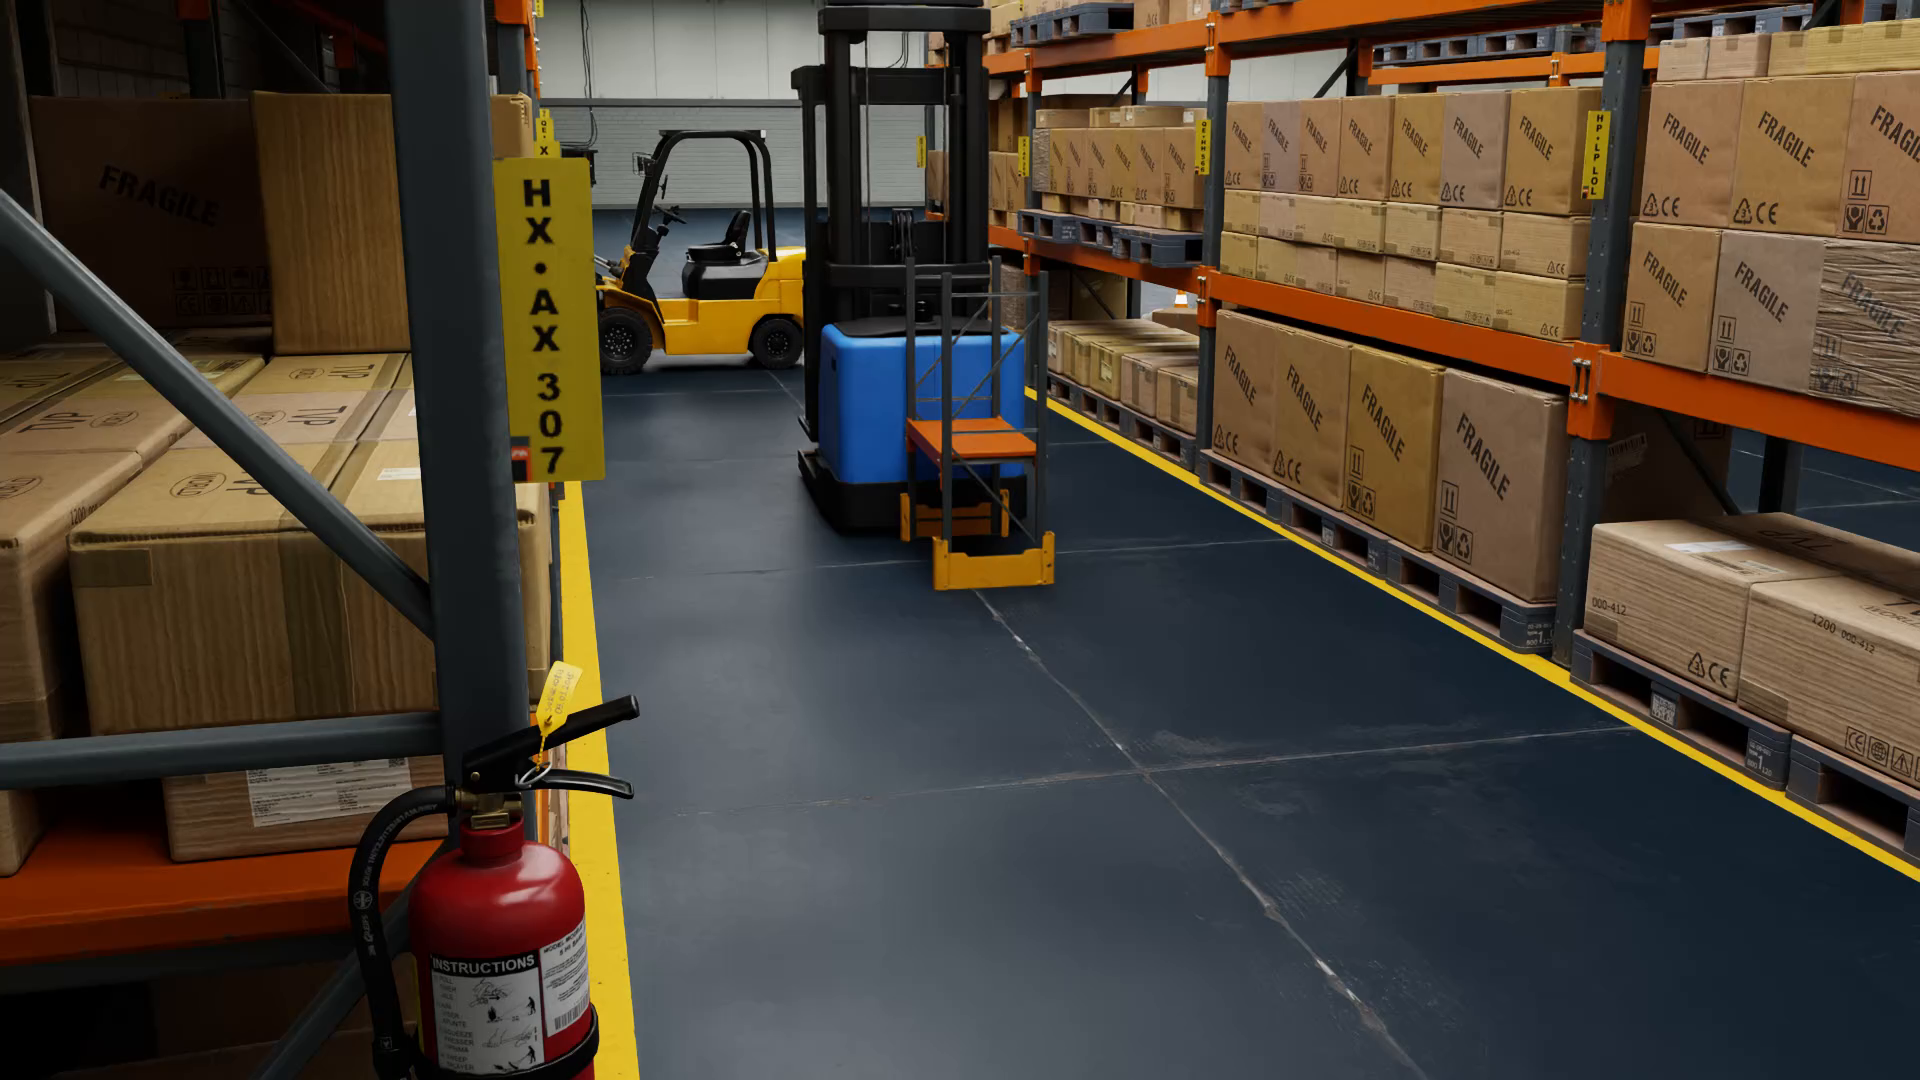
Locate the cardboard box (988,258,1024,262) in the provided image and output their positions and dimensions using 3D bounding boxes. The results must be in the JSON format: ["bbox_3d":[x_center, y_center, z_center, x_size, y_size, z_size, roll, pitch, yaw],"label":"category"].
[{"bbox_3d":[0.420,-2.402,15.769,0.500,0.500,0.500,-3,14,-10],"label":"cardboard box"}]

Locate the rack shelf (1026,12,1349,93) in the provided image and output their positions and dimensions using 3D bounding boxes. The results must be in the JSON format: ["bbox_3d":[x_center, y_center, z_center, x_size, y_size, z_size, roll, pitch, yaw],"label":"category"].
[{"bbox_3d":[1.532,-3.460,11.963,1.077,0.370,4.000,-3,14,-13],"label":"rack shelf"}]

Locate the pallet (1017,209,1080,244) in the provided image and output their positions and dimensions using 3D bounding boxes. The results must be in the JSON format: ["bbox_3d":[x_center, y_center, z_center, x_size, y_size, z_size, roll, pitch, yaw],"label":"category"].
[{"bbox_3d":[1.100,-2.536,13.390,1.003,0.211,1.213,-3,14,-13],"label":"pallet"}]

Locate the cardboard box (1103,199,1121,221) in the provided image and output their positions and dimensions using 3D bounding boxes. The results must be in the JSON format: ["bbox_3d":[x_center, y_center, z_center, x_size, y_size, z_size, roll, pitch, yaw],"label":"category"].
[{"bbox_3d":[1.255,-2.388,12.026,0.380,0.149,0.250,-4,14,-15],"label":"cardboard box"}]

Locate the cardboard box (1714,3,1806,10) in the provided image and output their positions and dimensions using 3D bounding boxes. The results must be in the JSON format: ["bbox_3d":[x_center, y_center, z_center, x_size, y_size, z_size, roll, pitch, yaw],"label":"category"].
[{"bbox_3d":[6.109,-4.333,12.718,0.500,0.500,0.500,-3,14,-13],"label":"cardboard box"}]

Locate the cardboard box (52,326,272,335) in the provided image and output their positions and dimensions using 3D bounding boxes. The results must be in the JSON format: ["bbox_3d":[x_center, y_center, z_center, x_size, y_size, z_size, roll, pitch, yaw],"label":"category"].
[{"bbox_3d":[-1.786,-0.398,3.926,0.500,0.250,0.500,-3,14,-12],"label":"cardboard box"}]

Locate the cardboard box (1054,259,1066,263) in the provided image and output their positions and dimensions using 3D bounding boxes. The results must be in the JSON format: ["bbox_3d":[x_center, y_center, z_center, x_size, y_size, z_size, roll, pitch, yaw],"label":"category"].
[{"bbox_3d":[1.092,-2.663,15.468,0.380,0.149,0.250,-3,14,-11],"label":"cardboard box"}]

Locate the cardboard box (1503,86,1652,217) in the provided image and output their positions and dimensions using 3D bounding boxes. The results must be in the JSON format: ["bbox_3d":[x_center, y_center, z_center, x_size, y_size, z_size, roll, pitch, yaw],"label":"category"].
[{"bbox_3d":[2.592,-1.591,6.802,0.500,0.500,0.500,-3,14,-11],"label":"cardboard box"}]

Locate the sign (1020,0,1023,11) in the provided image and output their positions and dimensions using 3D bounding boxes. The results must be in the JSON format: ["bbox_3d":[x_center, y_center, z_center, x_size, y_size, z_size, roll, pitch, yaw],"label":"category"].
[{"bbox_3d":[0.536,-4.490,13.574,0.100,0.325,0.005,-3,14,-13],"label":"sign"}]

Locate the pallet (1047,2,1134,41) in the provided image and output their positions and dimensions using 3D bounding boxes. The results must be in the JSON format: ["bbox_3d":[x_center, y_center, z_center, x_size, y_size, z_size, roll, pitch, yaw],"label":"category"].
[{"bbox_3d":[1.350,-3.792,12.203,1.213,0.211,1.003,-3,14,-13],"label":"pallet"}]

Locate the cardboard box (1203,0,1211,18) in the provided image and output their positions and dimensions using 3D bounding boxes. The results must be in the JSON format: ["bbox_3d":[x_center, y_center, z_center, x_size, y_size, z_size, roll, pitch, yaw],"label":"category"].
[{"bbox_3d":[1.723,-3.287,10.269,0.380,0.149,0.250,-3,14,-13],"label":"cardboard box"}]

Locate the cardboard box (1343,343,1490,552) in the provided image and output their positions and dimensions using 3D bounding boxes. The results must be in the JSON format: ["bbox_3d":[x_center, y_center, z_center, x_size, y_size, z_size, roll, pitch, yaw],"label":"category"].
[{"bbox_3d":[2.498,-0.486,8.189,0.875,0.875,0.875,-3,14,-12],"label":"cardboard box"}]

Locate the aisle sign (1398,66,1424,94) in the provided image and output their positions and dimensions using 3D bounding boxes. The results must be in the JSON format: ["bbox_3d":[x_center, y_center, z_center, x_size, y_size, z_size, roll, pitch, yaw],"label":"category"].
[{"bbox_3d":[5.185,-5.331,18.951,0.394,0.787,0.004,-3,14,-13],"label":"aisle sign"}]

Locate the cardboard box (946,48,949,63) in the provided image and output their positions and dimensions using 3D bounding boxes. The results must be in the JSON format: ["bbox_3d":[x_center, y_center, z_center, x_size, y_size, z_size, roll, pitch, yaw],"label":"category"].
[{"bbox_3d":[0.062,-4.858,16.700,0.380,0.149,0.250,-3,14,-12],"label":"cardboard box"}]

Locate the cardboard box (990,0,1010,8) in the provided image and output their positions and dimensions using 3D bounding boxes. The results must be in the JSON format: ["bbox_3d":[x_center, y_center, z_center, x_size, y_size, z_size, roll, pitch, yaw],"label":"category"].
[{"bbox_3d":[0.477,-4.770,14.660,0.380,0.149,0.250,-3,14,-12],"label":"cardboard box"}]

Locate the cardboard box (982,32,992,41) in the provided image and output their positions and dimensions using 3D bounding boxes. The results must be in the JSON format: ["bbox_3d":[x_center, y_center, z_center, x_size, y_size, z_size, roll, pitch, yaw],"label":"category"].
[{"bbox_3d":[0.471,-4.664,15.066,0.500,0.250,0.500,-4,14,-14],"label":"cardboard box"}]

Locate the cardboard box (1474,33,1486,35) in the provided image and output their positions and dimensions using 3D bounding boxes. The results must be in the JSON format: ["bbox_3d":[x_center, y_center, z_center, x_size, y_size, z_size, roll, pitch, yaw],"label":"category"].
[{"bbox_3d":[5.215,-5.001,16.189,0.380,0.149,0.250,-3,14,-12],"label":"cardboard box"}]

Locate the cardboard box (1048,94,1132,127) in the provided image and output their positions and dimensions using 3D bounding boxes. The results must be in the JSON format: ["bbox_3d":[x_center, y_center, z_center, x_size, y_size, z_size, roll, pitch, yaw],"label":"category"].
[{"bbox_3d":[1.169,-3.606,14.421,0.700,0.500,0.500,-3,14,-14],"label":"cardboard box"}]

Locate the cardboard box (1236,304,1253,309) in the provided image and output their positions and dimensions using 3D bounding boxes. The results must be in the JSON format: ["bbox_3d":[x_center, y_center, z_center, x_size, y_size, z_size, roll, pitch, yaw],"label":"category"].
[{"bbox_3d":[2.785,-2.073,14.763,0.500,0.500,0.500,-3,14,-13],"label":"cardboard box"}]

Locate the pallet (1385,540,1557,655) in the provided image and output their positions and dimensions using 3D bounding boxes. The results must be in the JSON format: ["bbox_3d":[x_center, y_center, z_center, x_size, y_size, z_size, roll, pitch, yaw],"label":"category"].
[{"bbox_3d":[2.686,0.213,7.610,1.003,0.211,1.213,-3,14,-13],"label":"pallet"}]

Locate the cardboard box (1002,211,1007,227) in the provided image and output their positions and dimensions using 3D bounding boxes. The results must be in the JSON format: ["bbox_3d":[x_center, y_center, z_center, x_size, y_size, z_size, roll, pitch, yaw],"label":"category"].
[{"bbox_3d":[0.595,-2.928,15.122,0.380,0.149,0.250,-3,14,-14],"label":"cardboard box"}]

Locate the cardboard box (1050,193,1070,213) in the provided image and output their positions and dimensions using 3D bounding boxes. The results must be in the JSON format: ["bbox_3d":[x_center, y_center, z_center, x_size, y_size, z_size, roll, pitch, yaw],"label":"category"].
[{"bbox_3d":[0.935,-2.692,13.270,0.380,0.149,0.250,-3,14,-12],"label":"cardboard box"}]

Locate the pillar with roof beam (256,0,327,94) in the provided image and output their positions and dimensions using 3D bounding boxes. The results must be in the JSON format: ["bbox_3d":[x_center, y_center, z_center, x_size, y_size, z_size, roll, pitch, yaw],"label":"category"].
[{"bbox_3d":[0.180,-5.018,10.505,9.100,9.000,0.400,-3,14,-13],"label":"pillar with roof beam"}]

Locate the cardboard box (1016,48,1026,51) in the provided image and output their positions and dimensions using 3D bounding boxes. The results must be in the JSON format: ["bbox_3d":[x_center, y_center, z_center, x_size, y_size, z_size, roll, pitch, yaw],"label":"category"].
[{"bbox_3d":[0.691,-4.204,14.025,0.380,0.149,0.250,-3,14,-13],"label":"cardboard box"}]

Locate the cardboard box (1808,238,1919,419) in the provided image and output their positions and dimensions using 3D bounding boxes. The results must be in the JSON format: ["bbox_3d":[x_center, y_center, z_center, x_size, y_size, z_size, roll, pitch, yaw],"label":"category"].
[{"bbox_3d":[3.021,-0.662,5.106,0.500,0.500,0.500,-3,14,-13],"label":"cardboard box"}]

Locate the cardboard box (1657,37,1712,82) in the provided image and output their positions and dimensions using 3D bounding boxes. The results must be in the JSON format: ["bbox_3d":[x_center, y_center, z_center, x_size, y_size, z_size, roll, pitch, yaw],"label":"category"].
[{"bbox_3d":[2.763,-1.730,6.003,0.380,0.149,0.250,-3,14,-14],"label":"cardboard box"}]

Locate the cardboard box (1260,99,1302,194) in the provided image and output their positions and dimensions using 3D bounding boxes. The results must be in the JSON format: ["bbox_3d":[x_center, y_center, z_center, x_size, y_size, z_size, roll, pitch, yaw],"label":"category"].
[{"bbox_3d":[2.005,-2.184,9.227,0.500,0.500,0.500,-3,14,-13],"label":"cardboard box"}]

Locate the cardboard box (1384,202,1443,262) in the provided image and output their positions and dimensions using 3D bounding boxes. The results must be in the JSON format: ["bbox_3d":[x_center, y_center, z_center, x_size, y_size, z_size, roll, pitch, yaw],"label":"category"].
[{"bbox_3d":[2.349,-1.460,7.845,0.500,0.250,0.500,-3,14,-12],"label":"cardboard box"}]

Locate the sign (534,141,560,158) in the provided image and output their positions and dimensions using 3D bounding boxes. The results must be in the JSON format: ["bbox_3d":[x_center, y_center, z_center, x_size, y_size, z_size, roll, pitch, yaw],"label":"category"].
[{"bbox_3d":[-1.358,-1.143,5.460,0.100,0.325,0.005,-3,14,-13],"label":"sign"}]

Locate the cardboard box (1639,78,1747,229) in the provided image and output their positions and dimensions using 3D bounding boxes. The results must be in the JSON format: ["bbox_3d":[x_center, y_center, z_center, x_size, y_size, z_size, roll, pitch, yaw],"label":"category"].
[{"bbox_3d":[2.817,-1.379,5.933,0.500,0.500,0.500,-3,14,-13],"label":"cardboard box"}]

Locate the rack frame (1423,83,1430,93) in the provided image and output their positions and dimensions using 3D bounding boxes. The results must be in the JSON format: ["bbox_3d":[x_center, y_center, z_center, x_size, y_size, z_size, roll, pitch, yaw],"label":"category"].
[{"bbox_3d":[4.910,-4.035,19.124,1.000,3.000,0.127,-3,14,-13],"label":"rack frame"}]

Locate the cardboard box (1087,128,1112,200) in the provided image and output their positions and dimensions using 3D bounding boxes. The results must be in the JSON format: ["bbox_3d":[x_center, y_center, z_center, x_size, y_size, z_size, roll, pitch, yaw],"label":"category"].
[{"bbox_3d":[1.245,-2.738,12.092,0.500,0.500,0.500,-4,14,-15],"label":"cardboard box"}]

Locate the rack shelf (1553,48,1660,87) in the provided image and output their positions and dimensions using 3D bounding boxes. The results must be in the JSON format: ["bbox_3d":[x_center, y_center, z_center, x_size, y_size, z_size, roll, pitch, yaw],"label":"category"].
[{"bbox_3d":[6.319,-3.759,13.188,1.077,0.370,4.000,-3,14,-13],"label":"rack shelf"}]

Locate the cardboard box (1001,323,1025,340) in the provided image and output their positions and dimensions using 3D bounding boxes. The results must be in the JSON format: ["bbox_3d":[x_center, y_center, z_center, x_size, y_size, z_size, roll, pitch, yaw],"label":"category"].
[{"bbox_3d":[0.662,-1.803,14.896,0.500,0.250,0.500,-3,14,-11],"label":"cardboard box"}]

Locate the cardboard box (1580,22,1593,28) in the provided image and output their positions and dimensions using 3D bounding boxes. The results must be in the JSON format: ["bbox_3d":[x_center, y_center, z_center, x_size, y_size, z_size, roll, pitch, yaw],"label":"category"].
[{"bbox_3d":[6.032,-4.863,15.625,0.380,0.149,0.250,-3,14,-13],"label":"cardboard box"}]

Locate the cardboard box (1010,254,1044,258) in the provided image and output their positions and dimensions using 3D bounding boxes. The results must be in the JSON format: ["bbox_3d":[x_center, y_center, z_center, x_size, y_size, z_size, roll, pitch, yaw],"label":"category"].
[{"bbox_3d":[0.802,-2.561,16.420,0.500,0.500,0.500,-4,14,-15],"label":"cardboard box"}]

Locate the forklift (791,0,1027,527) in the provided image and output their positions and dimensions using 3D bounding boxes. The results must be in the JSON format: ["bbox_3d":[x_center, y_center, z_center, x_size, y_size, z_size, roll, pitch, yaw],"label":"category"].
[{"bbox_3d":[-0.420,-1.794,10.094,1.130,2.935,3.031,-3,14,-11],"label":"forklift"}]

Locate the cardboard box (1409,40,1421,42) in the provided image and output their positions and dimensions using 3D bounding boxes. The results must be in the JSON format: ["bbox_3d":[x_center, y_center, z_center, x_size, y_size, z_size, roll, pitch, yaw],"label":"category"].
[{"bbox_3d":[4.917,-5.293,17.386,0.380,0.149,0.250,-3,14,-13],"label":"cardboard box"}]

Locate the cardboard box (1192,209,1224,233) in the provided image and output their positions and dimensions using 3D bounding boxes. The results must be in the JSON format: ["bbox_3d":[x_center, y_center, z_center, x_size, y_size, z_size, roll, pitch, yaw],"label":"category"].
[{"bbox_3d":[1.696,-2.035,10.581,0.380,0.149,0.250,-3,14,-11],"label":"cardboard box"}]

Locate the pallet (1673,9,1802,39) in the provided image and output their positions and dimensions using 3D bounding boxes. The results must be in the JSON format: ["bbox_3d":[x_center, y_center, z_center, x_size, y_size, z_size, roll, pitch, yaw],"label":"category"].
[{"bbox_3d":[6.321,-3.959,12.888,1.003,0.211,1.213,-3,14,-11],"label":"pallet"}]

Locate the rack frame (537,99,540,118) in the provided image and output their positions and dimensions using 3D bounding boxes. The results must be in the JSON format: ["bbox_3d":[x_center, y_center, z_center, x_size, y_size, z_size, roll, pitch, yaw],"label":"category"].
[{"bbox_3d":[-4.702,-3.459,16.763,1.000,3.000,0.127,-3,14,-13],"label":"rack frame"}]

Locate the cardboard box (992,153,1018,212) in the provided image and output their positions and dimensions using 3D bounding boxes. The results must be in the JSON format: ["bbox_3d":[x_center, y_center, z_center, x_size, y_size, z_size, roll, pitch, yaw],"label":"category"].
[{"bbox_3d":[0.588,-3.213,14.922,0.500,0.500,0.500,-3,14,-11],"label":"cardboard box"}]

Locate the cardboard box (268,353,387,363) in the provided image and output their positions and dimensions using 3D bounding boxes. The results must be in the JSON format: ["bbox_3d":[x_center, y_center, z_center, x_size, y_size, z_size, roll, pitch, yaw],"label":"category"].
[{"bbox_3d":[-1.170,-0.309,3.559,0.500,0.250,0.500,-4,14,-15],"label":"cardboard box"}]

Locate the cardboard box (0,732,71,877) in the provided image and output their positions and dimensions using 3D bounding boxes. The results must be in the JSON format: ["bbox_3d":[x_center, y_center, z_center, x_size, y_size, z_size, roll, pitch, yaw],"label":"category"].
[{"bbox_3d":[-1.283,0.293,1.937,0.380,0.149,0.250,-3,14,-14],"label":"cardboard box"}]

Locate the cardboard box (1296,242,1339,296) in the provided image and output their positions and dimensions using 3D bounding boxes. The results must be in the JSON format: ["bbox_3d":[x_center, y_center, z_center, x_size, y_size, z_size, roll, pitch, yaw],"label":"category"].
[{"bbox_3d":[2.127,-1.452,8.866,0.500,0.250,0.500,-3,14,-11],"label":"cardboard box"}]

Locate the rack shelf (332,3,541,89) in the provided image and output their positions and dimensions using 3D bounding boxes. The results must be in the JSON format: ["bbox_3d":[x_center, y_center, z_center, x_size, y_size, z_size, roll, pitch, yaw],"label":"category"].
[{"bbox_3d":[-3.292,-3.182,10.827,1.077,0.370,4.000,-3,14,-13],"label":"rack shelf"}]

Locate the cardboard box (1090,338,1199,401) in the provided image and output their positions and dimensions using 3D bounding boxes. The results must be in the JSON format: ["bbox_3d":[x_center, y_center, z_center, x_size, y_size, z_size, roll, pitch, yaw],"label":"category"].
[{"bbox_3d":[1.525,-1.294,12.555,0.950,0.372,0.625,-3,14,-11],"label":"cardboard box"}]

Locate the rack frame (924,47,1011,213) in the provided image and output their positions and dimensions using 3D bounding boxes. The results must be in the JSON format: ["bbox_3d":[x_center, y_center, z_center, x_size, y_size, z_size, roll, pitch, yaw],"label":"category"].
[{"bbox_3d":[0.122,-3.736,17.899,1.000,3.000,0.127,-3,14,-13],"label":"rack frame"}]

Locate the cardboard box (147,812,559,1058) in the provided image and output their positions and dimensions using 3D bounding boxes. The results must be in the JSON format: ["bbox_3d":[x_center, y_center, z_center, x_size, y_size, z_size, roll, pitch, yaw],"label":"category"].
[{"bbox_3d":[-1.158,0.897,3.317,0.700,0.500,0.500,-3,14,-11],"label":"cardboard box"}]

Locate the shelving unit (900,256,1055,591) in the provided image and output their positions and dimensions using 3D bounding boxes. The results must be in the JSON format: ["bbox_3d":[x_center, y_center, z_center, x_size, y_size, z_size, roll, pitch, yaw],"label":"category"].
[{"bbox_3d":[0.067,-0.622,8.315,0.587,1.500,1.083,-3,14,-11],"label":"shelving unit"}]

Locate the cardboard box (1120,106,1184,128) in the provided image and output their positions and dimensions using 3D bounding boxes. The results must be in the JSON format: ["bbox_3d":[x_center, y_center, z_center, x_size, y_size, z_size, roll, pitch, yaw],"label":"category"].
[{"bbox_3d":[1.343,-2.964,11.652,0.380,0.149,0.250,-4,14,-16],"label":"cardboard box"}]

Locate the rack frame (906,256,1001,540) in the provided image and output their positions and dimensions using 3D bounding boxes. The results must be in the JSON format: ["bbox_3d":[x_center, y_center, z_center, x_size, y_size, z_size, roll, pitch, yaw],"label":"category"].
[{"bbox_3d":[-0.033,-0.743,8.808,0.500,1.500,0.032,-3,14,-11],"label":"rack frame"}]

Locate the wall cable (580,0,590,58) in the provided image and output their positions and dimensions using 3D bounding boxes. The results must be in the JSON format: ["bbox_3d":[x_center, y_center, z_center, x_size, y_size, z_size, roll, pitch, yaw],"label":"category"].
[{"bbox_3d":[-9.237,-14.932,46.986,3.097,2.526,0.112,-3,14,-13],"label":"wall cable"}]

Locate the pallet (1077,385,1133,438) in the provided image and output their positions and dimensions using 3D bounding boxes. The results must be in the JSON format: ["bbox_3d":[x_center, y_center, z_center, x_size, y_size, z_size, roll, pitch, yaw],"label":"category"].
[{"bbox_3d":[1.536,-0.997,12.564,1.003,0.211,1.213,-3,14,-13],"label":"pallet"}]
